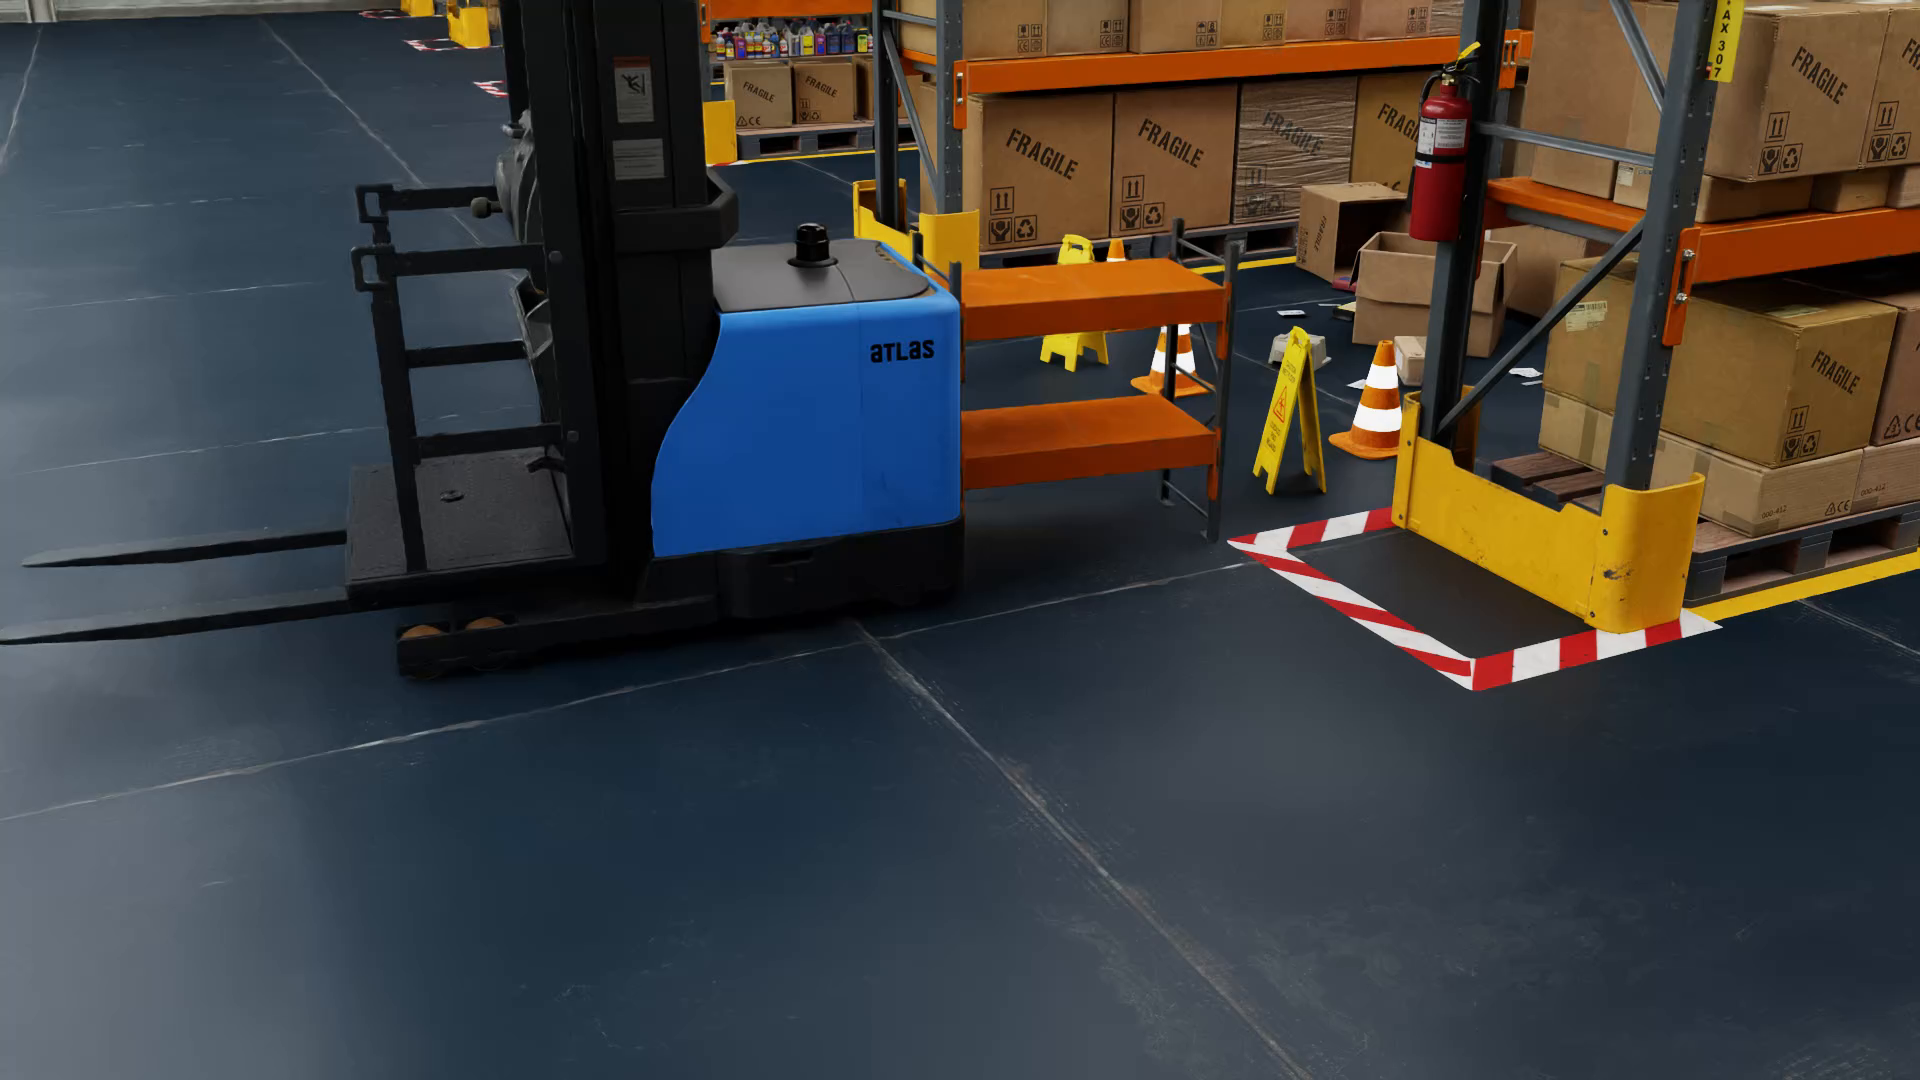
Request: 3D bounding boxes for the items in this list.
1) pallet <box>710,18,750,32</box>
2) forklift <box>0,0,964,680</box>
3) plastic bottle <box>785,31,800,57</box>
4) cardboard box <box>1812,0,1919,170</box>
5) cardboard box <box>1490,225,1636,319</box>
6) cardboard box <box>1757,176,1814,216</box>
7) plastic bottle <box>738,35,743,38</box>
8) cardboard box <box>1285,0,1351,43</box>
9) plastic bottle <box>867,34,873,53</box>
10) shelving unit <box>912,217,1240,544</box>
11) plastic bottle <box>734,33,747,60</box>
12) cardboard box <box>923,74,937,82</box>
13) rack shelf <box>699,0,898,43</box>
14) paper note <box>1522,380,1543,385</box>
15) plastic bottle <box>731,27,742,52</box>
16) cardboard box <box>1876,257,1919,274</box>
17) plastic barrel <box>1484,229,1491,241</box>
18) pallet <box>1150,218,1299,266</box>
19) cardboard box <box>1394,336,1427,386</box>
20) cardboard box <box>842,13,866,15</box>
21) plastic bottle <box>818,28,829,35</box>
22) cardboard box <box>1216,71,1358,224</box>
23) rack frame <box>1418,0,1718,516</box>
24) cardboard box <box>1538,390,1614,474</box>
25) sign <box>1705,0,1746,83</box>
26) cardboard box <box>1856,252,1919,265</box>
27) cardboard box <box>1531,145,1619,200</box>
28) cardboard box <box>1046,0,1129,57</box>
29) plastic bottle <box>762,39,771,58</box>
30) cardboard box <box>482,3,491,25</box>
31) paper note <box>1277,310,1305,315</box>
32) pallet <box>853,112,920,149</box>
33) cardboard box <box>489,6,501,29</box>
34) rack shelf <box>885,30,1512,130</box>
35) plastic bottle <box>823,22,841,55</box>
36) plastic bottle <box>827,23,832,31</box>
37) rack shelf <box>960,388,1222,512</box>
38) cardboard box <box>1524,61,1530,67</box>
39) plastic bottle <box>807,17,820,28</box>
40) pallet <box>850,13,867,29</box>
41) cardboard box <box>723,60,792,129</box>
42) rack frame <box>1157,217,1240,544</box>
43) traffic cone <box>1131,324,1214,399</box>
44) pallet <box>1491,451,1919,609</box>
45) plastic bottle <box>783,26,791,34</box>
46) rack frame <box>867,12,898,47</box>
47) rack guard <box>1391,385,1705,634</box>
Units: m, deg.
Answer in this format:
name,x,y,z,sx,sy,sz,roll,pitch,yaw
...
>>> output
name,x,y,z,sx,sy,sz,roll,pitch,yaw
pallet,-3.737,-7.372,23.783,1.213,0.211,1.003,-10,25,-24
forklift,-1.561,-1.143,5.179,3.031,2.935,1.130,-7,24,-16
plastic bottle,-1.925,-5.698,19.079,0.135,0.276,0.152,-10,24,-23
cardboard box,2.997,-1.538,5.524,0.500,0.500,0.500,-10,24,-22
cardboard box,3.308,-1.516,9.076,0.503,0.637,0.797,-10,25,-24
cardboard box,2.602,-1.200,5.556,0.250,0.149,0.380,-10,25,-23
plastic bottle,-2.562,-5.788,19.395,0.097,0.201,0.097,0,22,0
cardboard box,2.000,-3.493,10.570,0.550,0.550,0.875,-10,25,-24
plastic bottle,-1.049,-5.813,19.454,0.097,0.201,0.097,0,22,0
shelving unit,0.398,-0.543,6.086,1.048,1.125,0.538,-6,23,-16
plastic bottle,-2.481,-5.579,18.783,0.133,0.283,0.061,-10,25,-23
cardboard box,-0.125,-4.122,15.005,0.500,0.500,0.500,-13,26,-28
rack shelf,-0.511,-4.699,14.621,4.000,0.370,1.077,-10,25,-24
paper note,2.788,-0.764,8.083,0.123,0.001,0.032,-10,25,-24
plastic bottle,-2.633,-5.862,19.477,0.135,0.276,0.152,-11,25,-25
cardboard box,3.777,-0.766,6.244,0.500,0.500,0.500,-10,24,-23
plastic barrel,2.994,-1.730,9.876,0.421,0.421,0.512,6,23,13
pallet,1.531,-2.046,10.916,1.213,0.211,1.003,-10,25,-24
cardboard box,2.289,-0.881,8.183,0.250,0.149,0.380,2,23,4
cardboard box,-1.605,-7.854,24.348,0.500,0.250,0.500,-11,25,-25
plastic bottle,-1.572,-5.824,19.383,0.135,0.276,0.152,-10,25,-24
cardboard box,1.943,-2.618,10.882,0.875,0.875,0.875,-10,25,-23
rack frame,1.985,-1.284,5.431,0.127,3.000,1.000,-10,25,-24
cardboard box,2.618,-0.439,6.434,0.500,0.250,0.500,-11,25,-24
sign,2.220,-1.497,4.814,0.005,0.325,0.100,-10,25,-24
cardboard box,3.520,-0.946,6.680,0.500,0.500,0.500,-11,25,-25
cardboard box,2.229,-1.304,5.807,0.250,0.149,0.380,-10,24,-22
cardboard box,0.547,-3.219,9.908,0.550,0.550,0.875,-10,25,-24
plastic bottle,-2.204,-5.600,18.940,0.097,0.201,0.097,0,22,0
cardboard box,-6.251,-7.229,22.837,0.500,0.250,0.500,-10,25,-24
paper note,1.858,-1.269,9.278,0.142,0.017,0.144,-2,23,-5
pallet,-0.400,-3.747,15.027,1.213,0.211,1.003,-10,25,-24
cardboard box,-6.027,-7.050,22.406,0.500,0.250,0.500,-10,25,-24
rack shelf,1.549,-2.973,10.451,4.000,0.370,1.077,-10,25,-24
plastic bottle,-1.485,-5.811,19.256,0.185,0.351,0.144,-12,25,-26
plastic bottle,-1.567,-6.017,19.840,0.133,0.283,0.061,-10,25,-24
rack shelf,0.396,-0.317,6.179,1.000,0.278,0.538,-6,23,-16
cardboard box,4.742,-3.084,12.172,0.750,0.750,1.050,-10,25,-24
plastic bottle,-1.765,-6.059,19.853,0.185,0.351,0.144,-10,24,-22
pallet,-1.254,-7.829,24.887,1.213,0.211,1.003,-10,25,-24
cardboard box,-1.743,-3.837,14.316,0.500,0.500,0.500,-6,23,-14
rack frame,0.883,-0.598,6.228,0.032,1.125,0.500,-6,23,-16
traffic cone,1.025,-0.954,7.950,0.334,0.463,0.336,-10,25,-24
pallet,2.800,-0.131,6.291,1.213,0.211,1.003,-10,25,-24
plastic bottle,-2.051,-5.953,19.702,0.097,0.271,0.097,0,22,0
rack frame,-0.857,-7.070,19.408,0.127,3.000,1.000,-10,25,-24
rack guard,2.053,-0.142,5.940,0.348,0.500,1.175,-10,25,-24
